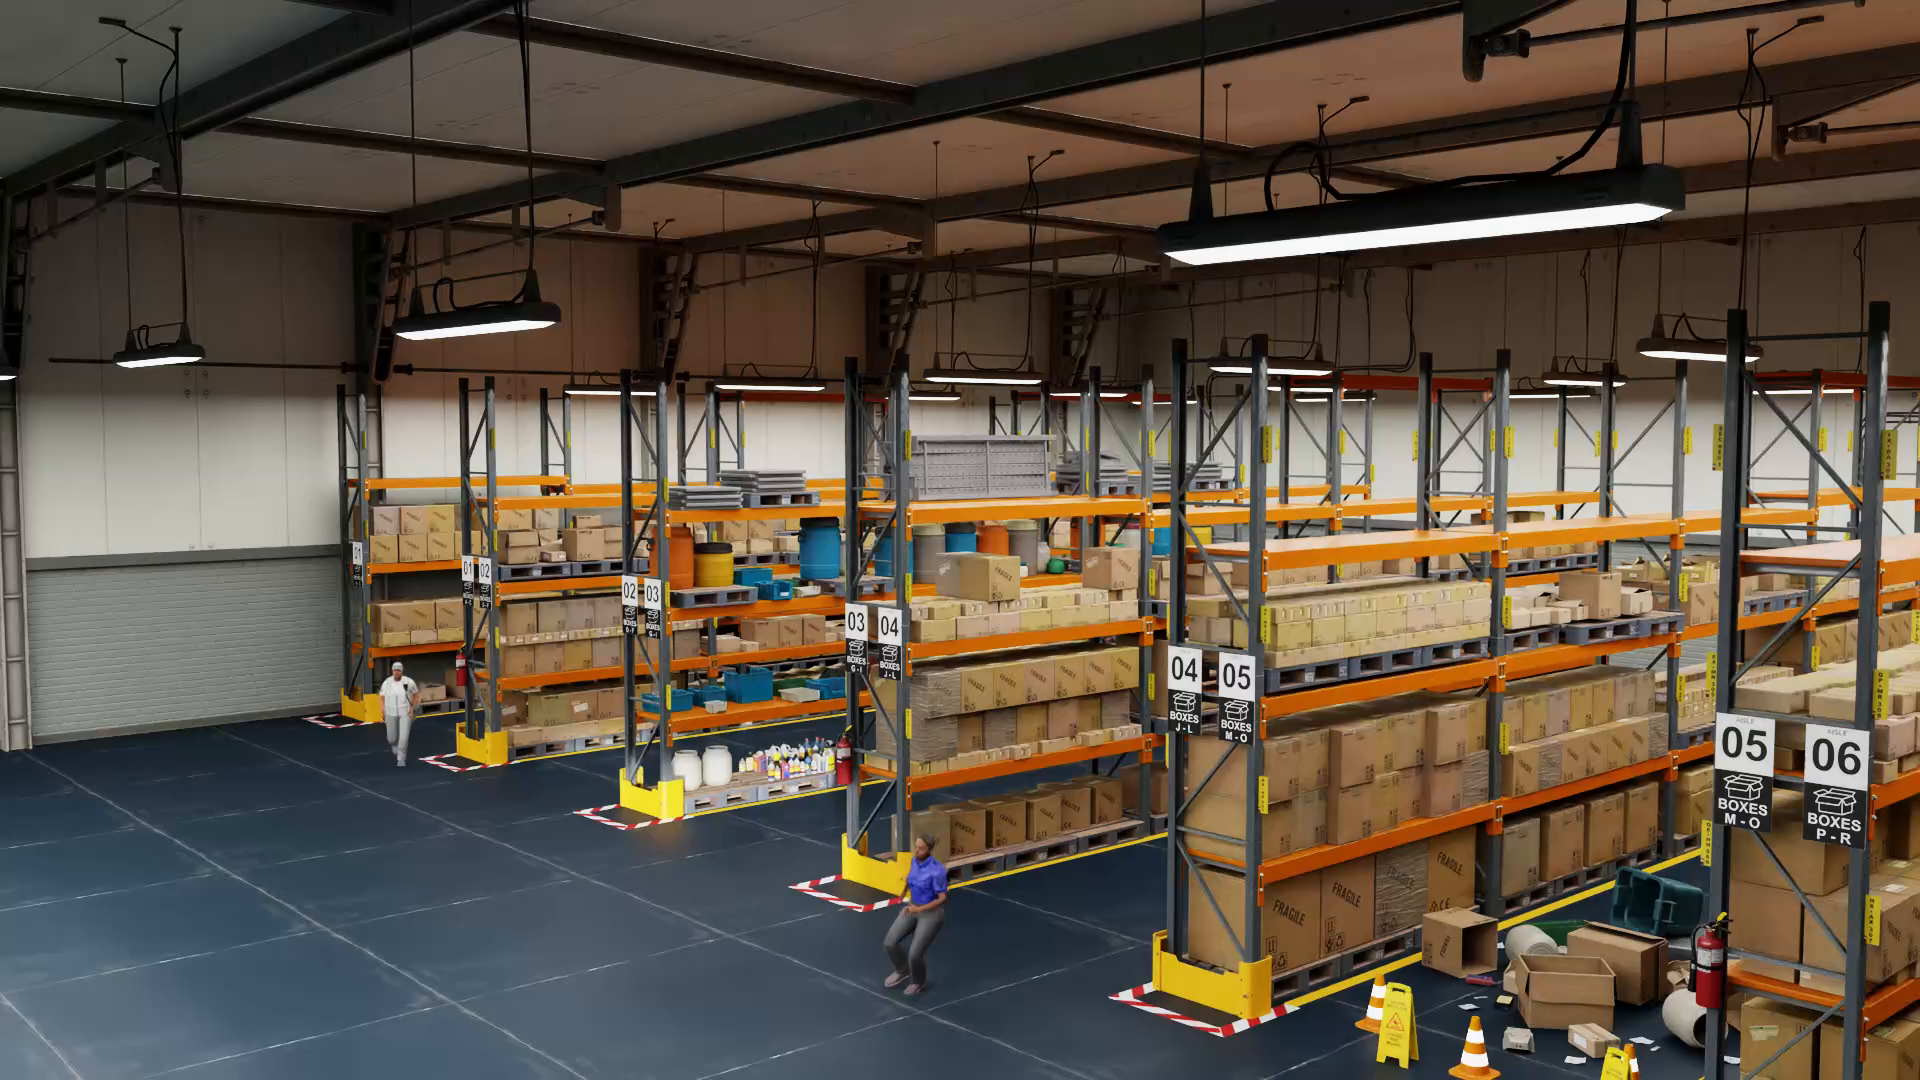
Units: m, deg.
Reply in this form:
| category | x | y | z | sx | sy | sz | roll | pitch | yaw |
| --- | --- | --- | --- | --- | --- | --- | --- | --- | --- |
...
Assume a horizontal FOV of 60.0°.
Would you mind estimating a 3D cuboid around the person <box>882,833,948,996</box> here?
| category | x | y | z | sx | sy | sz | roll | pitch | yaw |
| --- | --- | --- | --- | --- | --- | --- | --- | --- | --- |
| person | -0.418 | 3.419 | 15.088 | 0.762 | 1.577 | 0.632 | 3 | 5 | 36 |

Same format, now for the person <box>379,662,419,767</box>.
| category | x | y | z | sx | sy | sz | roll | pitch | yaw |
| --- | --- | --- | --- | --- | --- | --- | --- | --- | --- |
| person | -8.676 | 2.677 | 25.749 | 0.592 | 1.616 | 0.646 | -1 | 4 | -12 |
